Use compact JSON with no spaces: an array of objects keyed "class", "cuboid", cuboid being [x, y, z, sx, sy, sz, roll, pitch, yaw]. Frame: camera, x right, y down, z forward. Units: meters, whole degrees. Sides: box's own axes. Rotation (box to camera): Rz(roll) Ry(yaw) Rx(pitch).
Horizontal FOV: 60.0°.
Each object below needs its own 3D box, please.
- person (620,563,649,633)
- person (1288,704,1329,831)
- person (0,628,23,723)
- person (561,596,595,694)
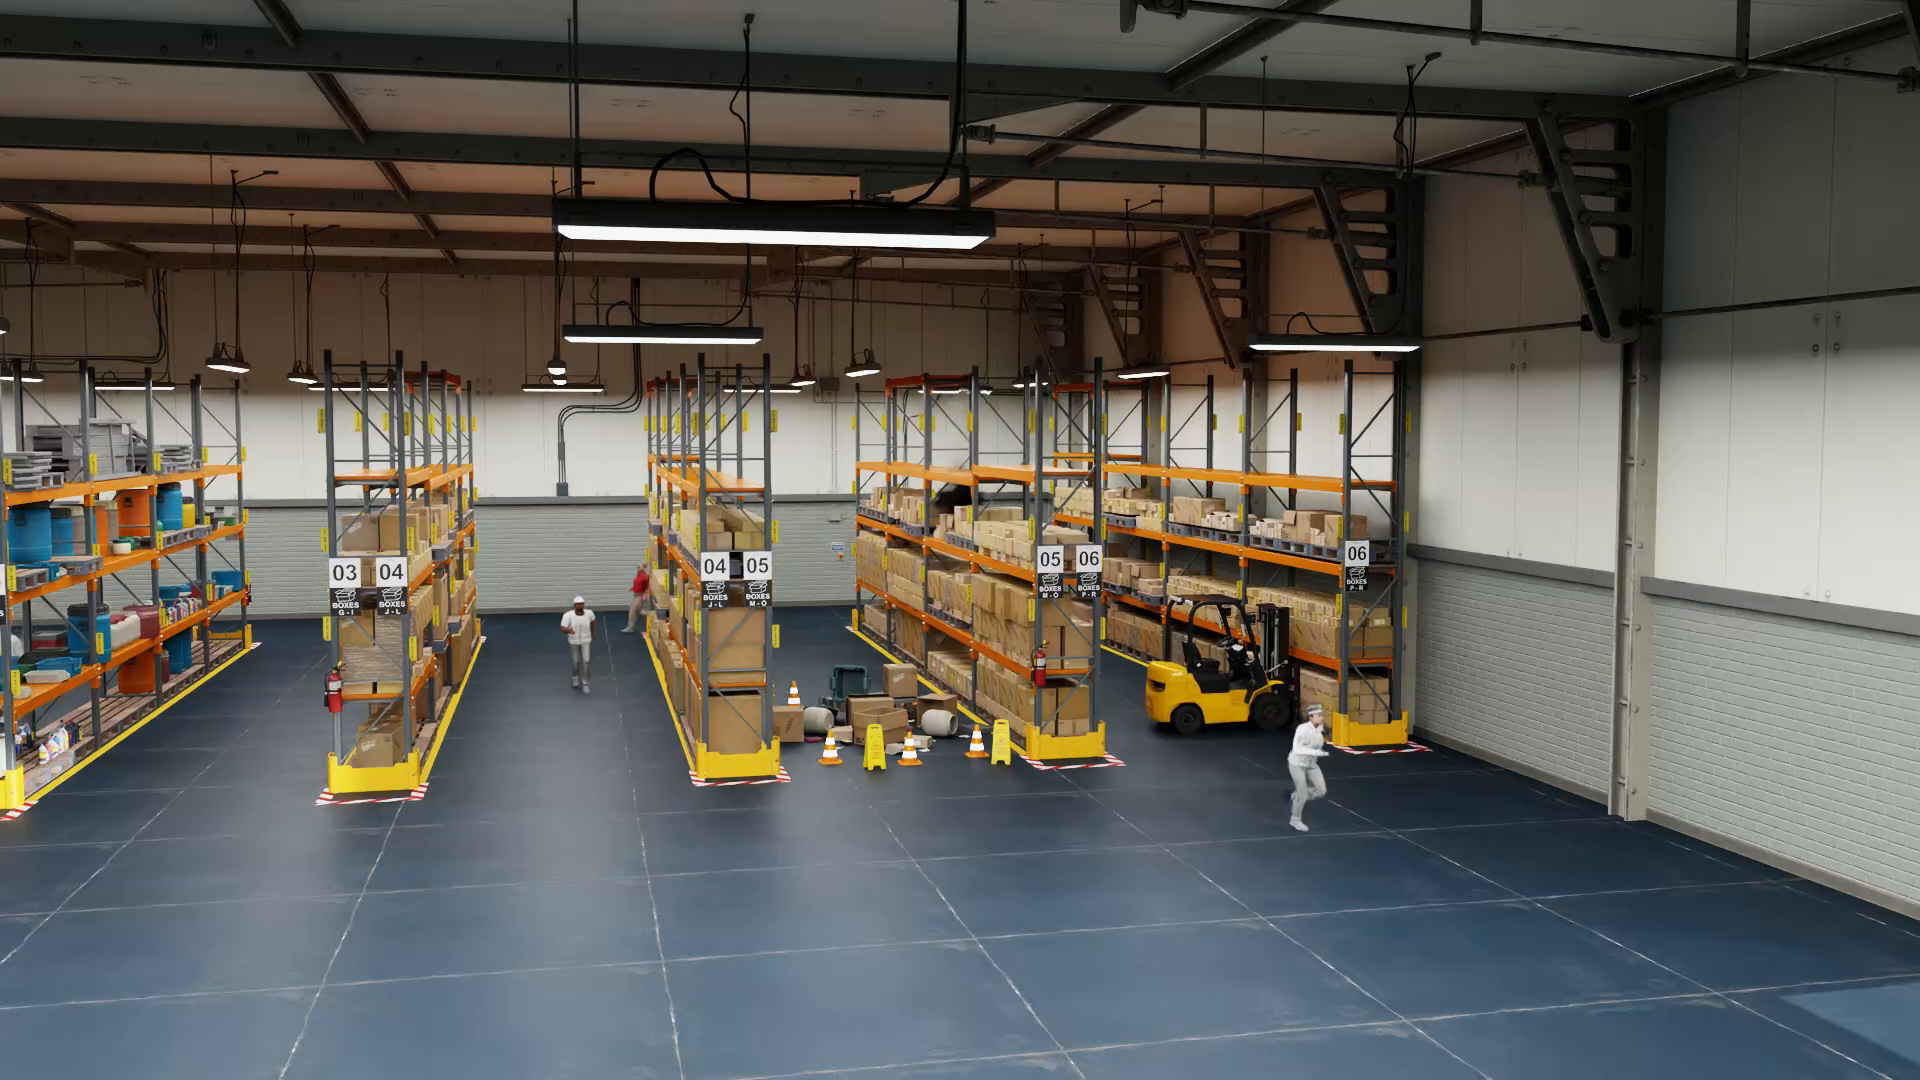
[{"class":"person","cuboid":[-7.663,1.377,39.925,0.937,1.672,0.721,-2,5,-31]},{"class":"person","cuboid":[4.294,2.787,20.393,0.597,1.628,0.660,-3,5,-33]},{"class":"person","cuboid":[-15.970,2.200,27.646,0.704,1.734,0.653,-1,4,-15]},{"class":"person","cuboid":[-7.159,1.939,31.218,0.640,1.796,0.890,-1,4,-14]}]
